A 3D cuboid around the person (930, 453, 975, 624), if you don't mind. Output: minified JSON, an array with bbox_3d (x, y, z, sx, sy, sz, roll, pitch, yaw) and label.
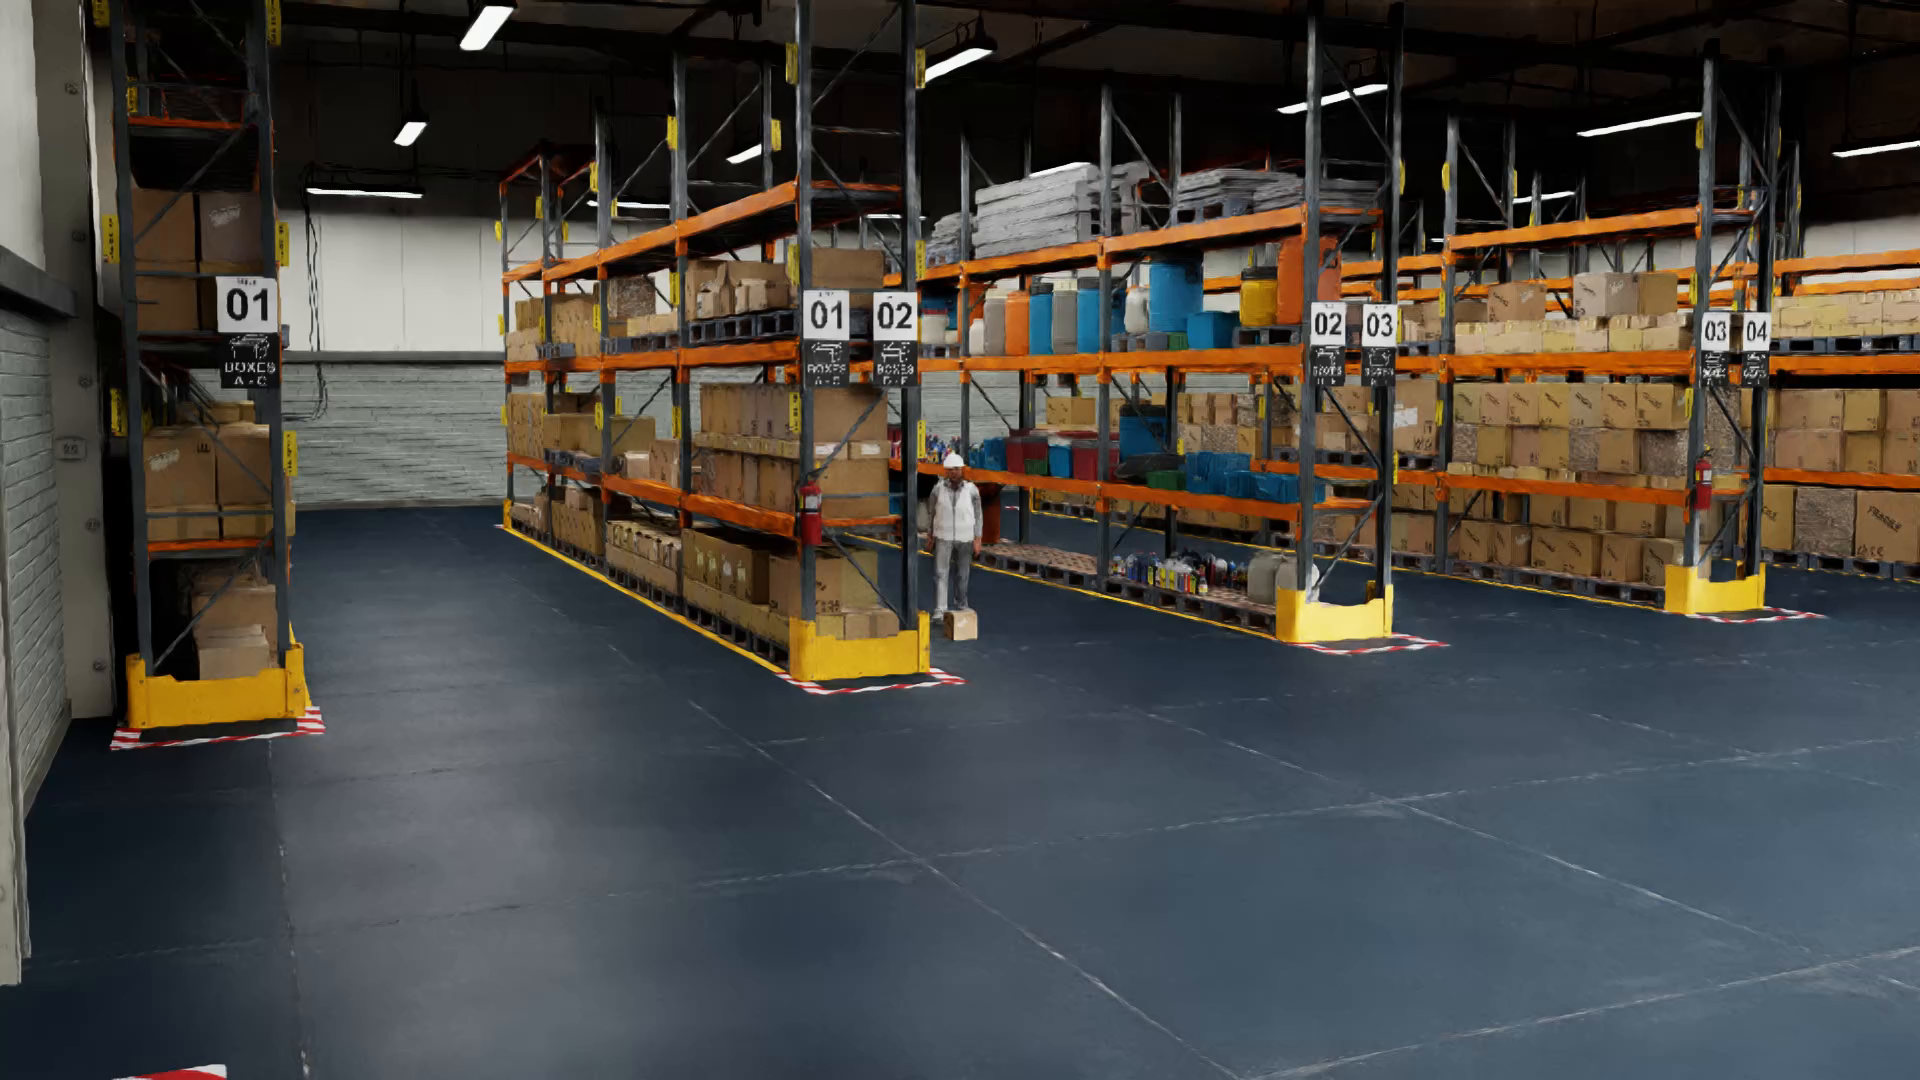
[{"bbox_3d":[-0.070,-0.026,17.060,0.474,1.741,0.925,0,5,-1],"label":"person"}]
